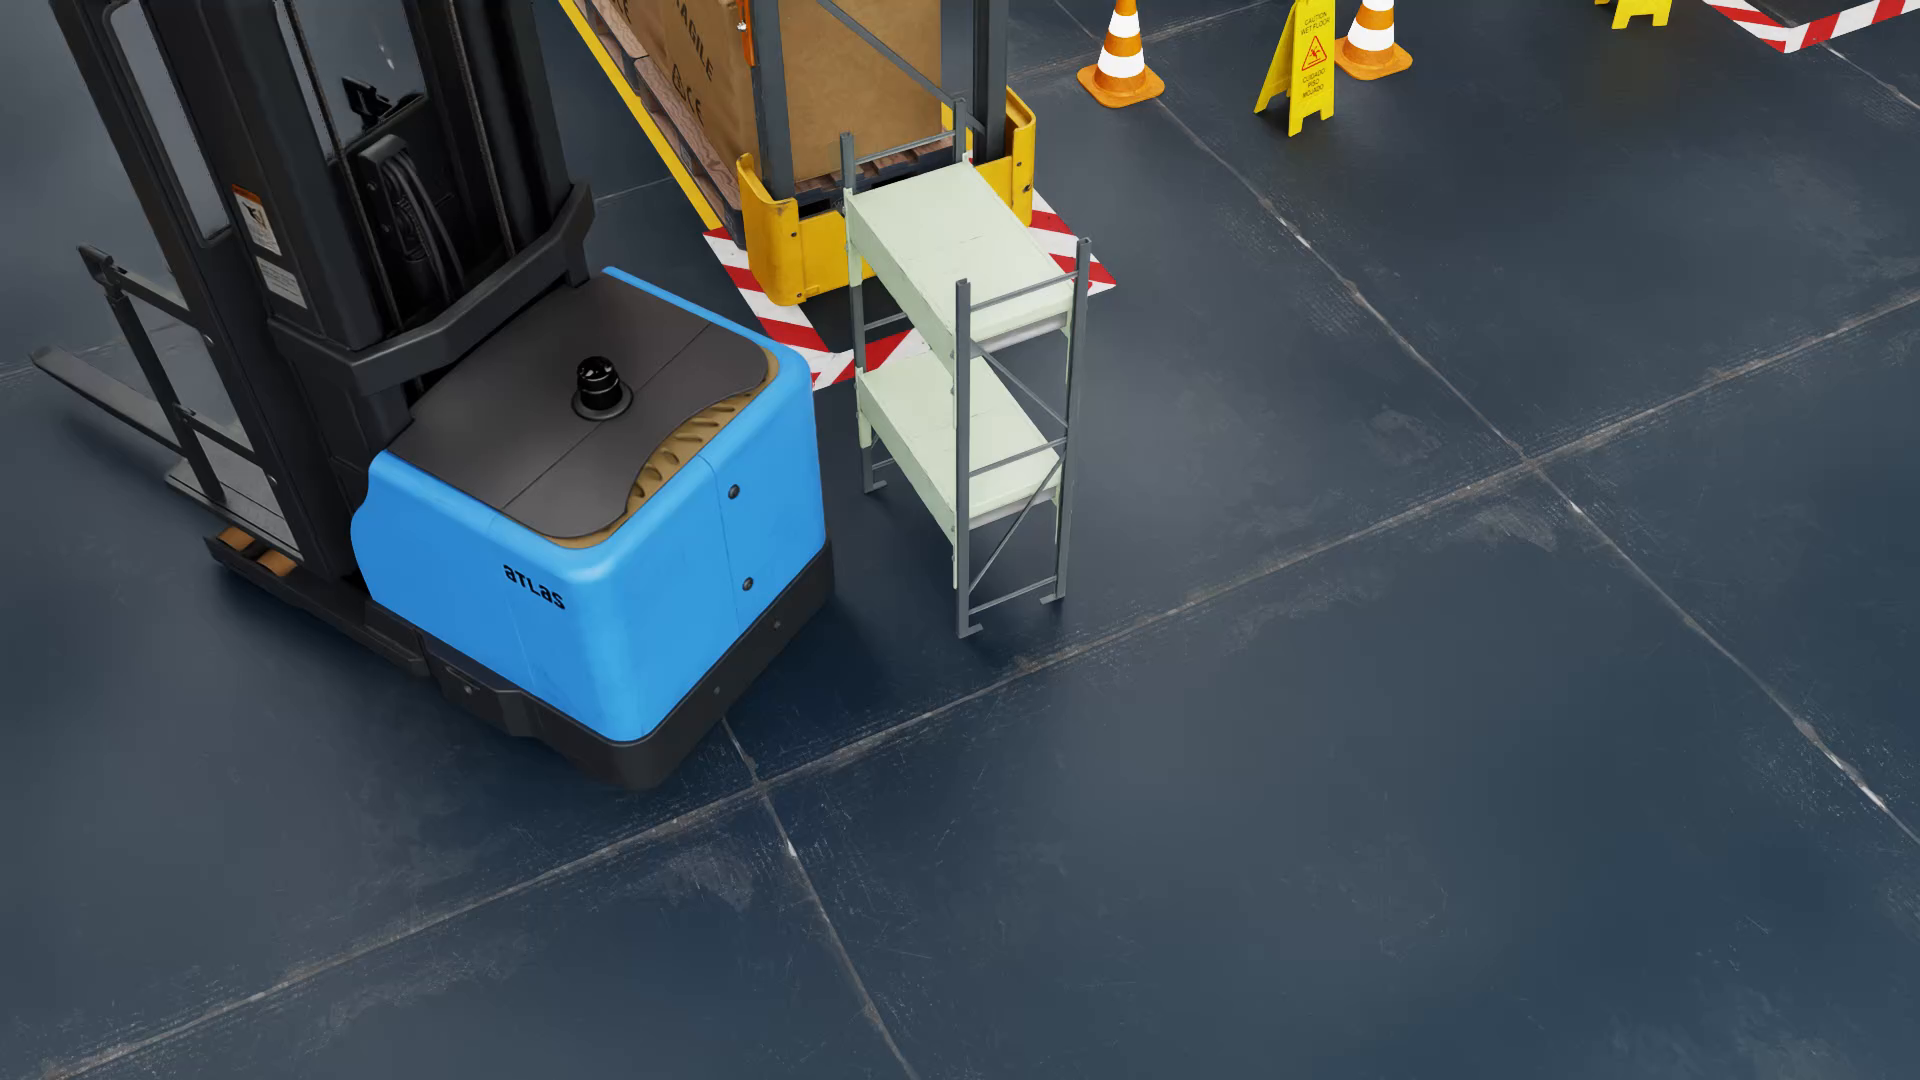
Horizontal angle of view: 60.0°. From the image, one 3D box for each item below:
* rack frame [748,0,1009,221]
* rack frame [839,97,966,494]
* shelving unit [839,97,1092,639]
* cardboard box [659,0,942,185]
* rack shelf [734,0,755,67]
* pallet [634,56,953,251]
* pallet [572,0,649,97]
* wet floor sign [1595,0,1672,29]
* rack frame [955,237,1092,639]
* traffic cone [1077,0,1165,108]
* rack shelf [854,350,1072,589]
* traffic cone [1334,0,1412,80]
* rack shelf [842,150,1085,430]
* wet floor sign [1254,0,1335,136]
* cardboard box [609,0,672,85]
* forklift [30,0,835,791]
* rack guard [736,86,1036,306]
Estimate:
[{"bbox_3d":[-0.289,-2.224,5.702,1.000,3.000,0.127,-21,52,-18],"label":"rack frame"},{"bbox_3d":[-0.164,-0.734,5.396,0.400,1.500,0.023,-21,52,-18],"label":"rack frame"},{"bbox_3d":[0.003,-0.489,5.182,0.431,1.500,0.755,-21,52,-18],"label":"shelving unit"},{"bbox_3d":[-0.658,-2.093,6.721,0.875,0.875,0.875,-21,52,-17],"label":"cardboard box"},{"bbox_3d":[-1.204,-3.325,7.143,1.077,0.370,4.000,-21,52,-18],"label":"rack shelf"},{"bbox_3d":[-0.724,-1.814,7.196,1.003,0.211,1.213,-21,52,-18],"label":"pallet"},{"bbox_3d":[-1.279,-2.629,7.909,1.003,0.211,1.213,-21,52,-18],"label":"pallet"},{"bbox_3d":[3.202,-2.725,7.705,0.267,0.644,0.232,-5,49,-5],"label":"wet floor sign"},{"bbox_3d":[0.171,-0.244,4.967,0.400,1.500,0.023,-21,52,-18],"label":"rack frame"},{"bbox_3d":[0.731,-2.233,7.396,0.336,0.463,0.334,-21,52,-18],"label":"traffic cone"},{"bbox_3d":[0.003,-0.275,5.427,0.431,0.370,0.720,-21,52,-18],"label":"rack shelf"},{"bbox_3d":[1.891,-2.395,7.537,0.336,0.463,0.334,-21,52,-18],"label":"traffic cone"},{"bbox_3d":[0.003,-0.746,4.888,0.431,0.370,0.720,-21,52,-18],"label":"rack shelf"},{"bbox_3d":[1.485,-2.111,7.168,0.267,0.644,0.232,-30,55,-23],"label":"wet floor sign"},{"bbox_3d":[-1.062,-2.682,7.235,0.875,0.875,0.875,-22,52,-18],"label":"cardboard box"},{"bbox_3d":[-1.931,-1.083,4.750,3.031,2.935,1.130,26,54,21],"label":"forklift"},{"bbox_3d":[-0.278,-1.385,6.629,1.175,0.500,0.348,-21,52,-18],"label":"rack guard"}]
